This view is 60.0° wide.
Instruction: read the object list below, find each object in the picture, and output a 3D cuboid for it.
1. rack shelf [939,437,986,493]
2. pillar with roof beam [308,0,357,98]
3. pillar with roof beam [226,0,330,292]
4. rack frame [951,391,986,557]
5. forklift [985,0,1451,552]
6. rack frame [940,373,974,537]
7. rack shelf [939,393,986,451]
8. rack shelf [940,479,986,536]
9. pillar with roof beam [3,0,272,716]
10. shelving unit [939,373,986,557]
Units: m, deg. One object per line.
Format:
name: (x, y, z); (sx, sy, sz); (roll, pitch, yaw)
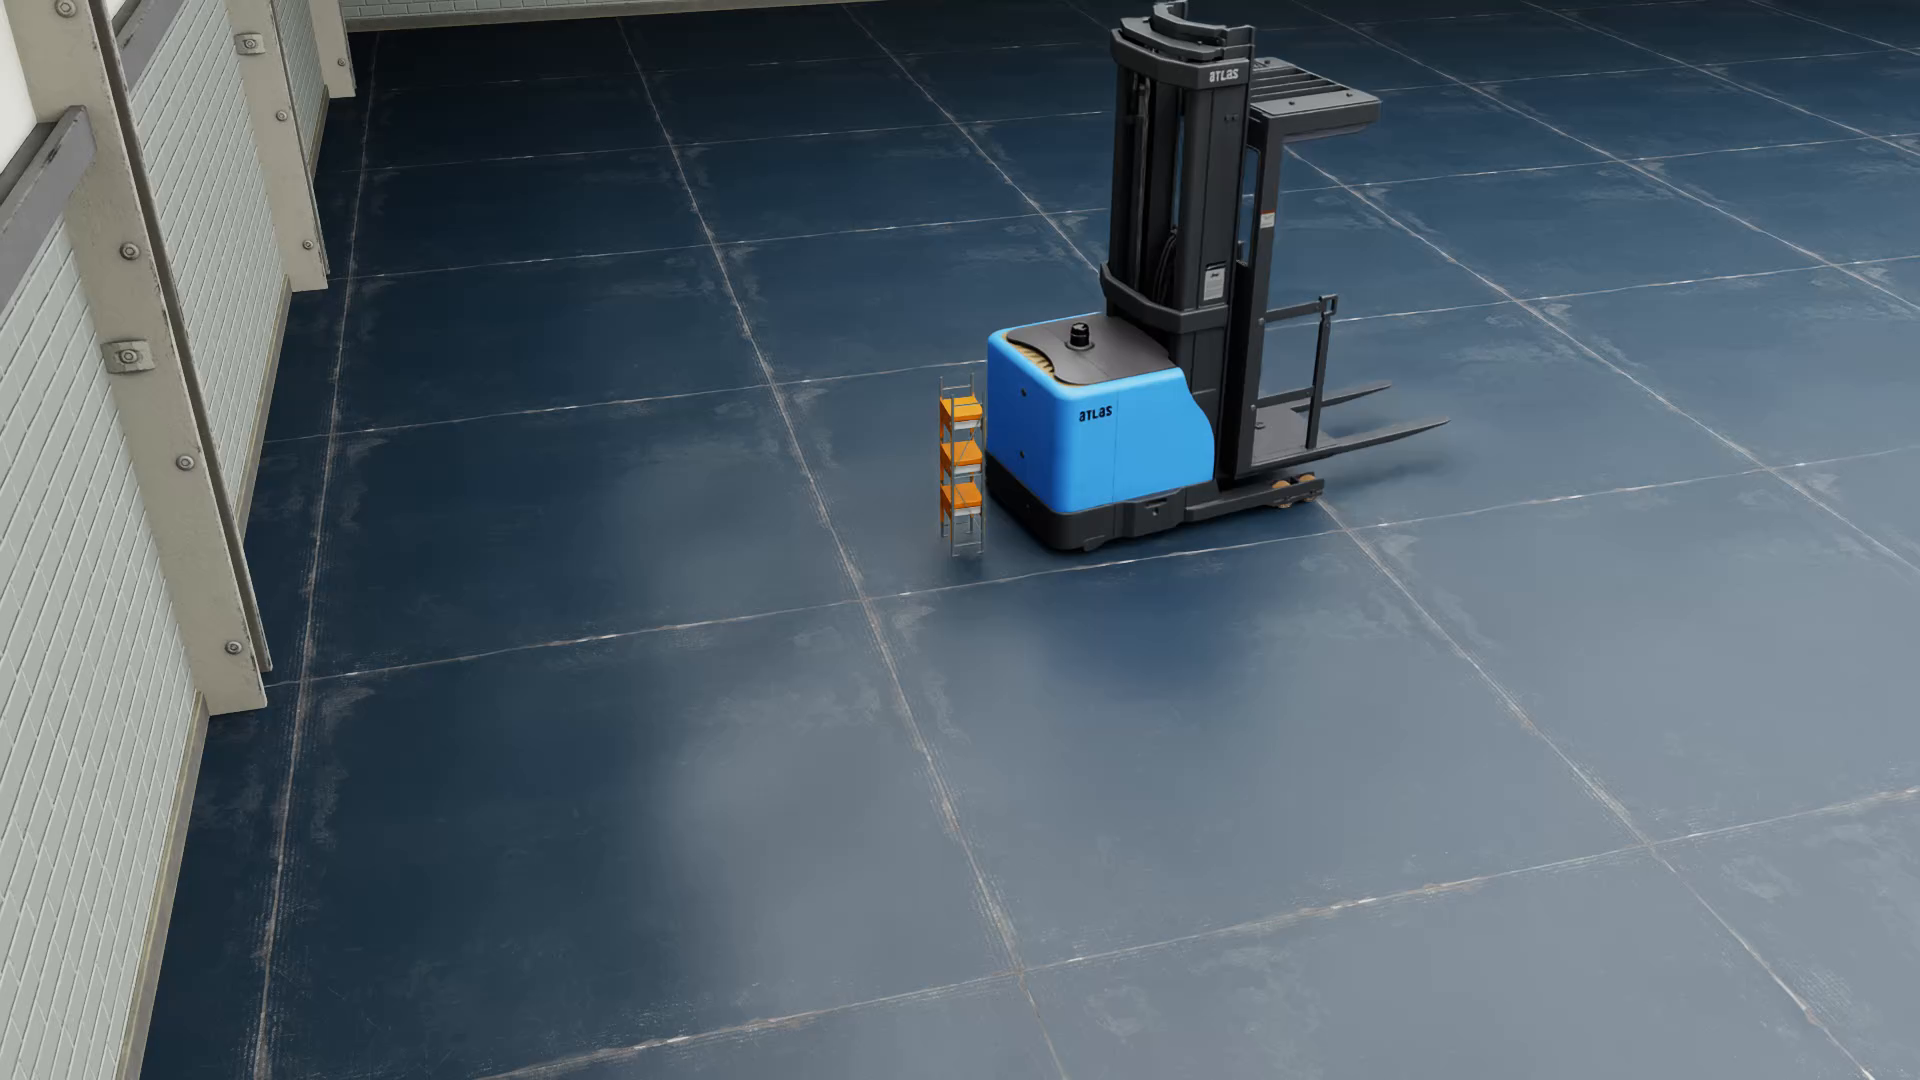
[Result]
rack shelf: (0.014, -0.419, 9.679); (0.215, 0.259, 0.240); (-8, 31, -13)
pillar with roof beam: (-2.783, -9.483, 17.381); (9.100, 9.000, 0.400); (-8, 31, -13)
pillar with roof beam: (-1.191, -6.585, 12.375); (9.100, 9.000, 0.400); (-8, 31, -13)
rack frame: (0.047, -0.370, 9.572); (0.200, 1.050, 0.008); (-8, 31, -13)
forklift: (1.709, -1.691, 9.977); (3.031, 2.935, 1.130); (-13, 33, -22)
rack frame: (-0.018, -0.487, 9.775); (0.200, 1.050, 0.008); (-8, 31, -13)
rack shelf: (0.014, -0.665, 9.537); (0.215, 0.259, 0.240); (-8, 31, -13)
rack shelf: (0.014, -0.179, 9.818); (0.215, 0.259, 0.240); (-8, 31, -13)
pillar with roof beam: (0.402, -3.687, 7.368); (9.100, 9.000, 0.400); (-8, 31, -13)
shelving unit: (0.014, -0.429, 9.673); (0.215, 1.050, 0.252); (-8, 31, -13)
